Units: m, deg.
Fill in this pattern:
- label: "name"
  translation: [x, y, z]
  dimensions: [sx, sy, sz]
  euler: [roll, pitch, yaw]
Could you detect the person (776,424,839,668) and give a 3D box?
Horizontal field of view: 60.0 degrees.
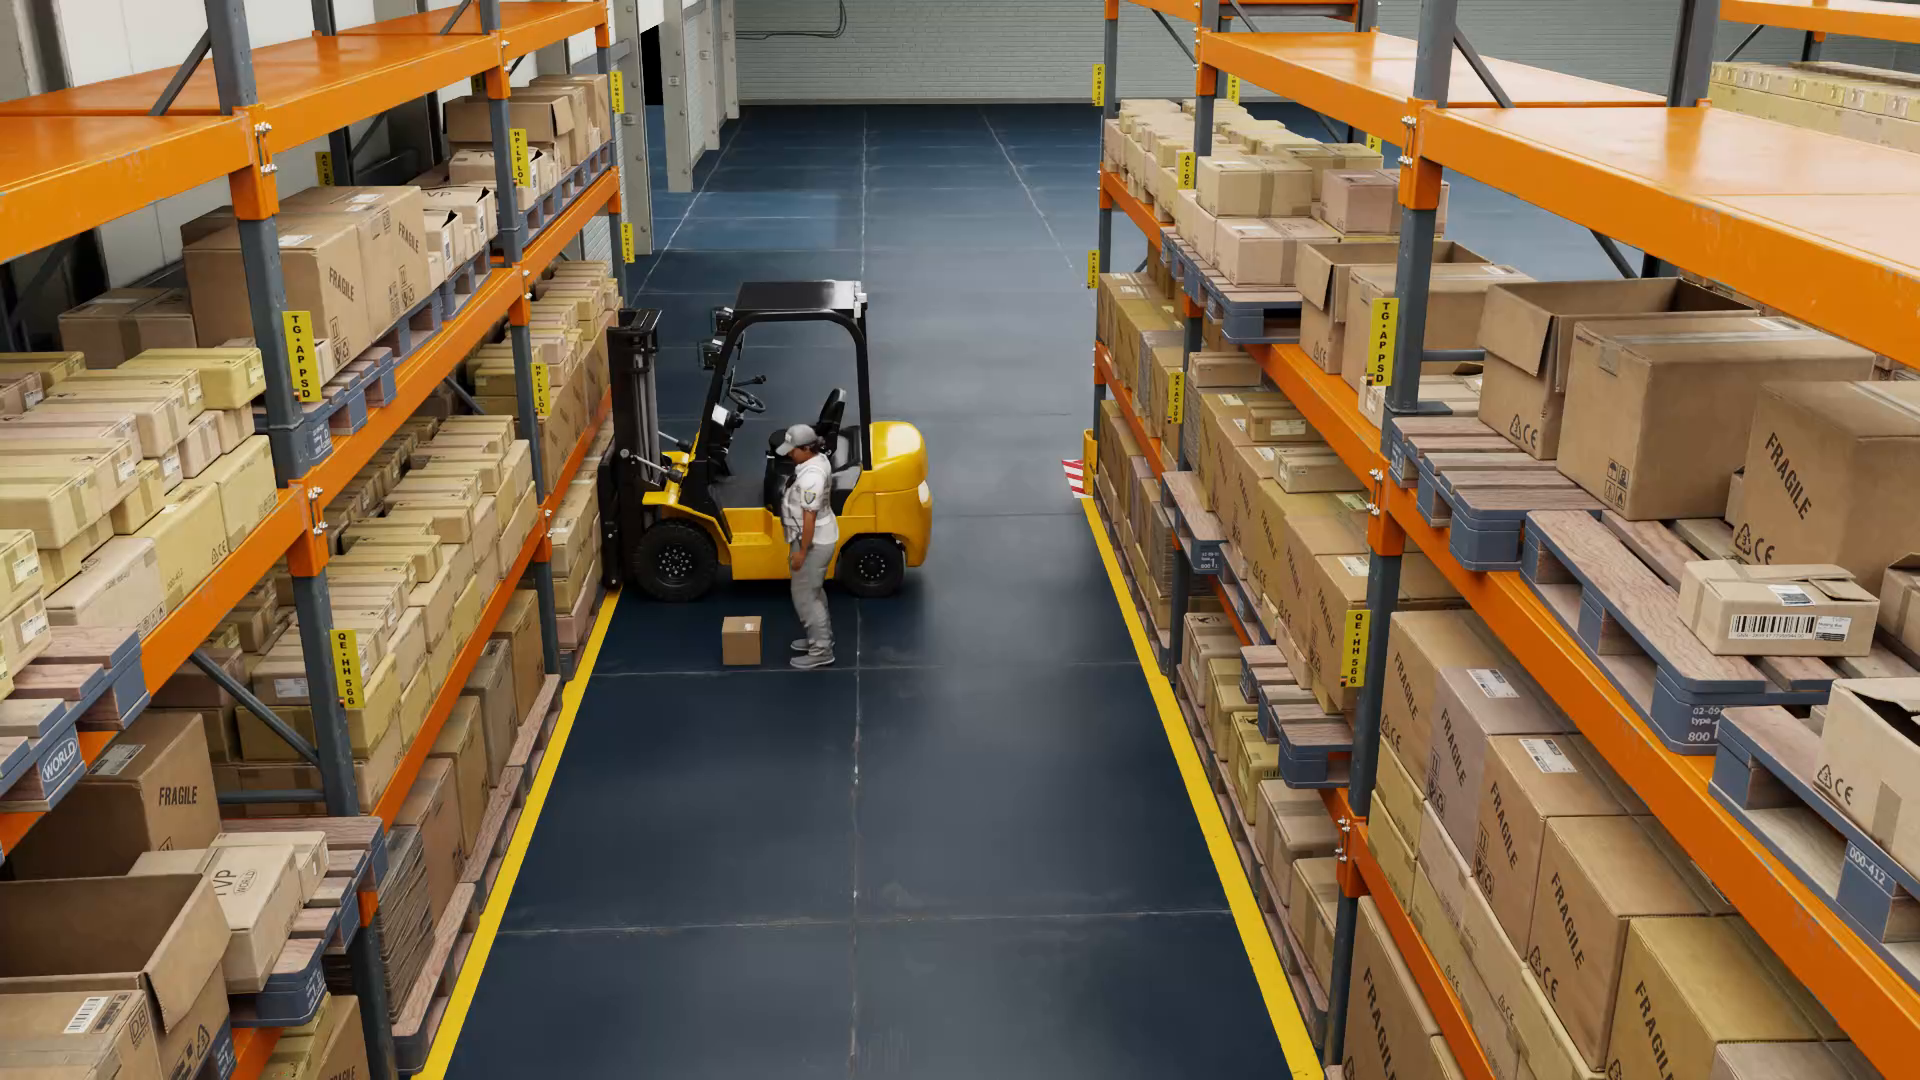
- label: "person"
  translation: [-0.998, 0.030, 11.025]
  dimensions: [0.394, 1.652, 0.475]
  euler: [-1, 21, -2]
